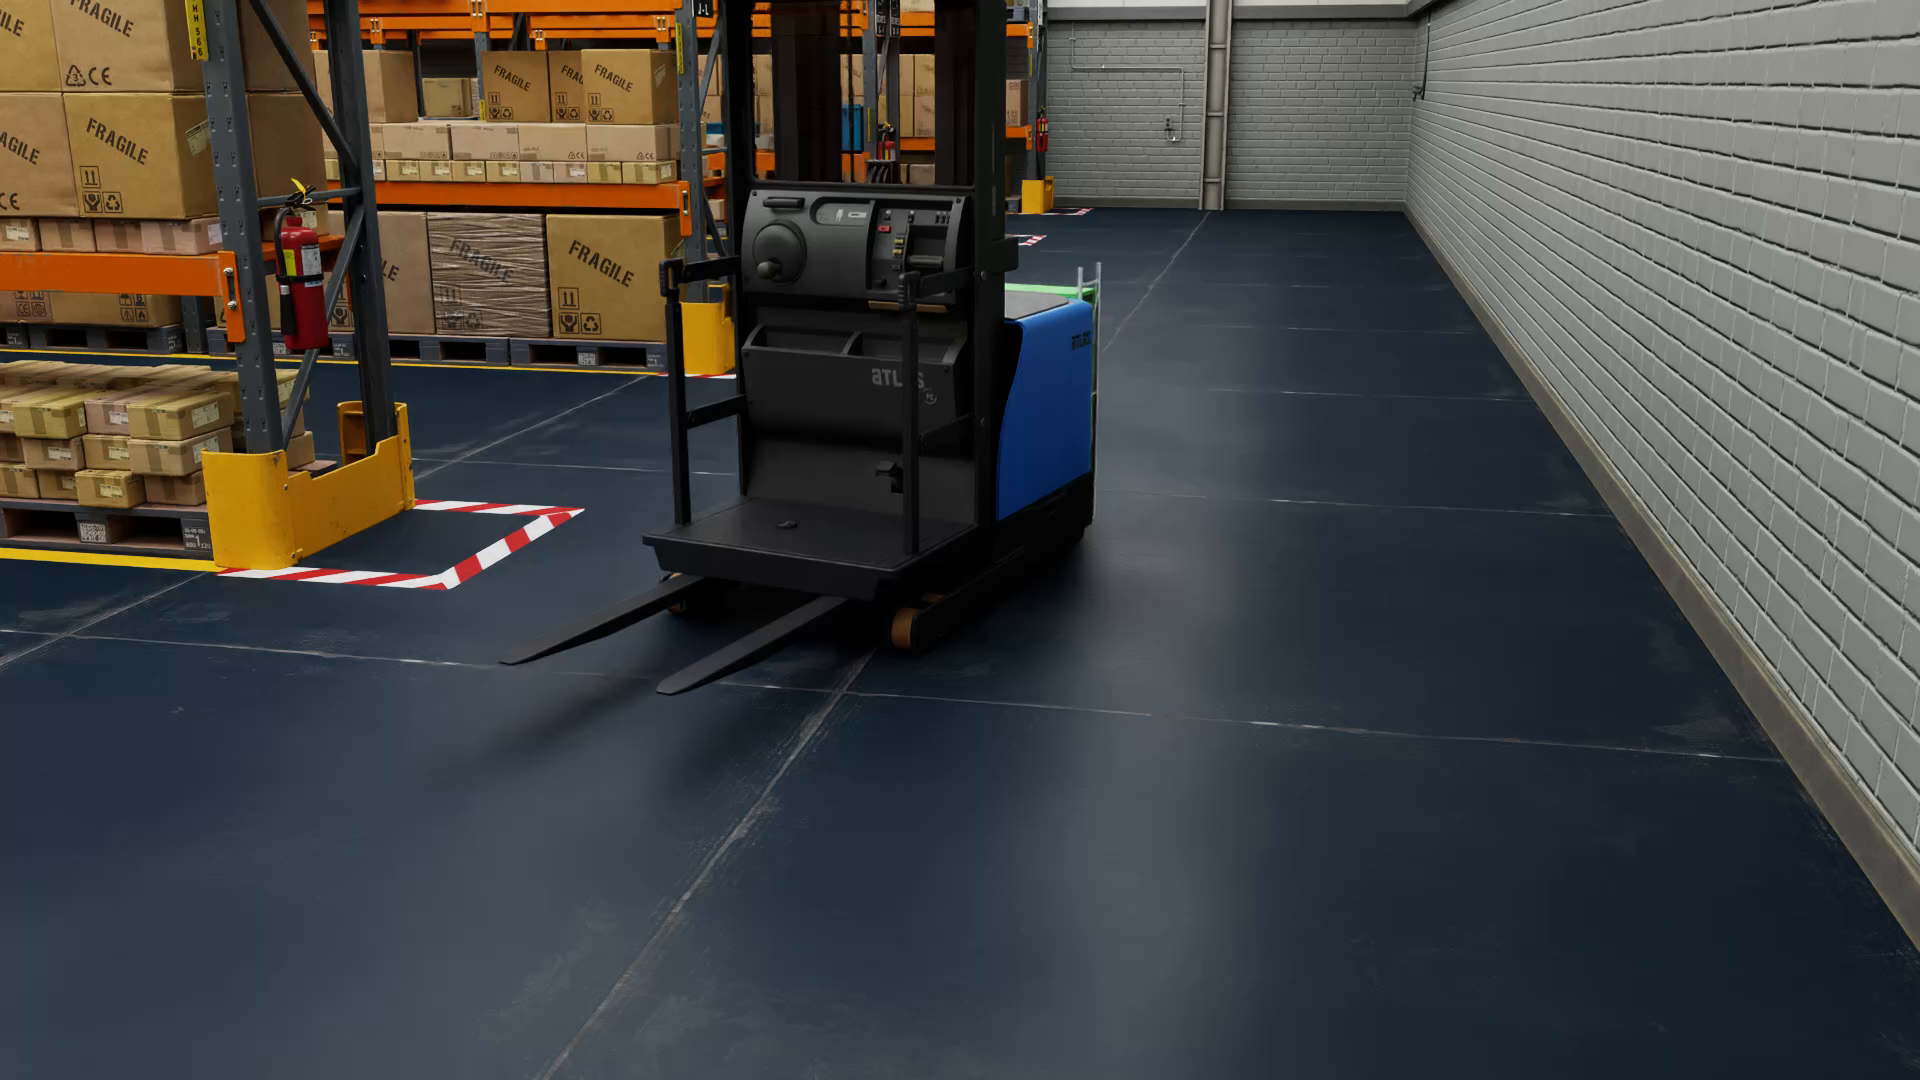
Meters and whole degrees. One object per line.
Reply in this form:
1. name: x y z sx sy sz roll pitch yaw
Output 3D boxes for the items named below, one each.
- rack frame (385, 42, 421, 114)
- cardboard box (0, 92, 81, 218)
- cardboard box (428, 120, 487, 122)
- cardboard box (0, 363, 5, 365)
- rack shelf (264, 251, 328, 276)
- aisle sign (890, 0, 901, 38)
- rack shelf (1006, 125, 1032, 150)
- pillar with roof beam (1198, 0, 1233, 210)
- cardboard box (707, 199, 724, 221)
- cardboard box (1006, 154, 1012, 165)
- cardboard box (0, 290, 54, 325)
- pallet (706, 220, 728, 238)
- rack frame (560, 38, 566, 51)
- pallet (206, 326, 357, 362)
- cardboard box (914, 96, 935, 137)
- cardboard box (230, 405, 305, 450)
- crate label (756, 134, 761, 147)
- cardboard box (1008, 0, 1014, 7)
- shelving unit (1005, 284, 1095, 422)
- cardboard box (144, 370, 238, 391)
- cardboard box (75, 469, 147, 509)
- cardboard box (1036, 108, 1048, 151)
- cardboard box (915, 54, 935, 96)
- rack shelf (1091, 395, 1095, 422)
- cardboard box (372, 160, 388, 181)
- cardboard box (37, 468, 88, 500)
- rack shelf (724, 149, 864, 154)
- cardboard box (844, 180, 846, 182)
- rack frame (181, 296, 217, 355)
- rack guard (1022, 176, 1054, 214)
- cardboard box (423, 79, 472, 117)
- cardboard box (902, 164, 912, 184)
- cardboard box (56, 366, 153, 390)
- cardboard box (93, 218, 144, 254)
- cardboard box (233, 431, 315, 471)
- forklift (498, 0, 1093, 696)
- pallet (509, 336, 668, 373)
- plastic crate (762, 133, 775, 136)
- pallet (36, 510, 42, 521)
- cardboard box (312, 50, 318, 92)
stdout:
1. rack frame: -7.618 -5.782 22.745 0.053 2.616 0.949 3 16 11
2. cardboard box: -3.839 -1.649 7.080 0.500 0.500 0.500 3 16 10
3. cardboard box: -9.311 -4.769 18.344 13.767 0.500 10.544 3 16 10
4. cardboard box: -4.849 -0.757 8.045 0.250 0.149 0.380 3 16 11
5. rack shelf: -4.804 -1.300 7.647 3.687 0.071 0.831 3 16 11
6. aisle sign: -0.640 -5.386 16.448 0.004 0.787 0.394 3 16 11
7. rack shelf: -0.755 -6.411 26.364 4.000 0.370 1.077 3 16 11
8. pillar with roof beam: 3.165 -8.499 21.316 0.400 9.000 9.100 3 16 11
9. cardboard box: -3.330 -4.405 21.989 0.500 0.311 0.500 3 16 11
10. cardboard box: 0.661 -6.018 26.280 0.250 0.149 0.380 3 16 11
11. cardboard box: -7.183 -2.231 13.121 0.875 0.875 1.225 3 16 9
12. pallet: -3.026 -4.187 22.213 1.213 0.211 1.003 3 16 11
13. rack frame: -6.636 -7.076 27.417 0.053 2.616 0.949 3 16 11
14. pallet: -4.947 -1.572 12.771 1.213 0.211 1.003 3 16 11
15. cardboard box: -0.272 -5.356 21.021 0.500 0.500 0.500 4 16 13
16. cardboard box: -6.212 -0.714 8.348 6.161 0.500 0.689 4 16 13
17. crate label: -2.164 -3.985 16.641 0.243 0.136 0.396 3 16 11
18. cardboard box: 0.538 -8.378 25.806 0.500 0.250 0.500 4 16 14
19. shelving unit: 0.358 -0.685 7.716 0.487 1.046 0.258 7 17 25
20. cardboard box: -3.584 -0.687 7.792 0.250 0.149 0.380 3 16 12
21. cardboard box: -3.674 -0.261 7.368 0.250 0.149 0.380 4 16 13
22. cardboard box: -7.517 -3.071 15.167 11.946 1.402 25.539 4 16 14
23. cardboard box: -0.270 -5.837 20.884 0.500 0.500 0.500 3 16 11
24. rack shelf: 0.362 -0.623 7.732 0.480 0.148 0.258 7 17 25
25. cardboard box: -4.182 -2.684 12.033 0.250 0.149 0.380 3 16 12
26. cardboard box: -3.915 -0.297 7.501 0.255 0.149 0.383 3 16 10
27. rack shelf: -2.729 -3.948 16.973 3.809 0.052 0.919 3 16 11
28. cardboard box: -1.856 -4.478 21.892 0.637 0.503 0.797 3 16 11
29. rack frame: -5.676 -2.977 12.619 0.127 3.000 1.000 3 16 11
30. rack guard: 1.228 -5.445 26.213 0.348 0.500 1.175 3 16 11
31. cardboard box: -6.979 -6.027 22.658 0.500 0.500 0.700 -2 16 -8
32. cardboard box: -1.009 -5.740 26.489 0.500 0.500 0.700 3 16 12
33. cardboard box: -4.065 -0.725 7.931 0.250 0.149 0.380 2 16 8
34. cardboard box: -3.456 -1.317 7.098 0.250 0.149 0.380 3 16 11
35. cardboard box: -3.294 -0.412 7.914 0.250 0.149 0.380 3 16 12
36. forklift: -0.503 -1.137 6.107 1.130 2.935 3.031 7 17 25
37. pallet: -2.556 -1.442 12.303 1.213 0.211 1.003 3 16 11
38. plastic crate: -1.908 -4.135 17.184 0.298 0.136 0.250 3 16 11
39. pallet: -4.899 -0.250 7.999 1.213 0.211 1.003 3 16 11
40. cardboard box: -4.777 -3.289 12.064 0.500 0.500 0.500 3 16 11
